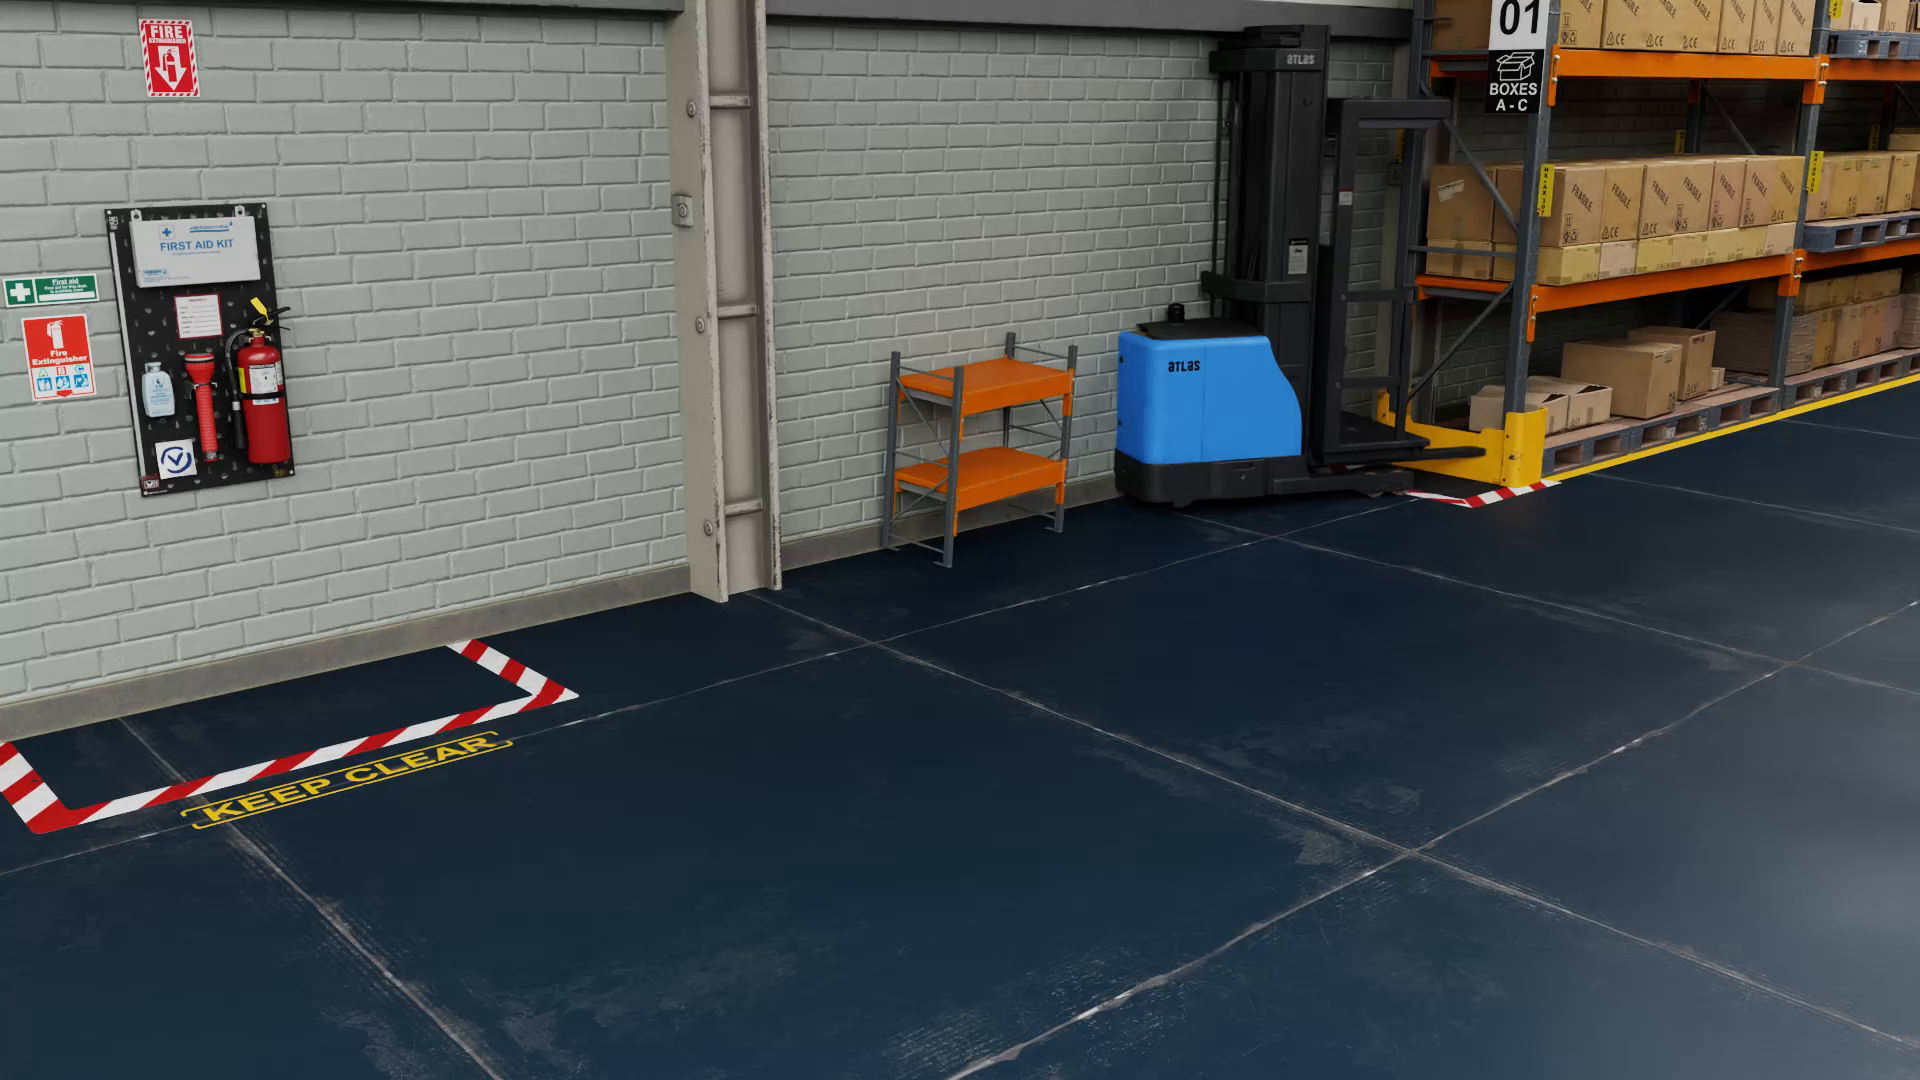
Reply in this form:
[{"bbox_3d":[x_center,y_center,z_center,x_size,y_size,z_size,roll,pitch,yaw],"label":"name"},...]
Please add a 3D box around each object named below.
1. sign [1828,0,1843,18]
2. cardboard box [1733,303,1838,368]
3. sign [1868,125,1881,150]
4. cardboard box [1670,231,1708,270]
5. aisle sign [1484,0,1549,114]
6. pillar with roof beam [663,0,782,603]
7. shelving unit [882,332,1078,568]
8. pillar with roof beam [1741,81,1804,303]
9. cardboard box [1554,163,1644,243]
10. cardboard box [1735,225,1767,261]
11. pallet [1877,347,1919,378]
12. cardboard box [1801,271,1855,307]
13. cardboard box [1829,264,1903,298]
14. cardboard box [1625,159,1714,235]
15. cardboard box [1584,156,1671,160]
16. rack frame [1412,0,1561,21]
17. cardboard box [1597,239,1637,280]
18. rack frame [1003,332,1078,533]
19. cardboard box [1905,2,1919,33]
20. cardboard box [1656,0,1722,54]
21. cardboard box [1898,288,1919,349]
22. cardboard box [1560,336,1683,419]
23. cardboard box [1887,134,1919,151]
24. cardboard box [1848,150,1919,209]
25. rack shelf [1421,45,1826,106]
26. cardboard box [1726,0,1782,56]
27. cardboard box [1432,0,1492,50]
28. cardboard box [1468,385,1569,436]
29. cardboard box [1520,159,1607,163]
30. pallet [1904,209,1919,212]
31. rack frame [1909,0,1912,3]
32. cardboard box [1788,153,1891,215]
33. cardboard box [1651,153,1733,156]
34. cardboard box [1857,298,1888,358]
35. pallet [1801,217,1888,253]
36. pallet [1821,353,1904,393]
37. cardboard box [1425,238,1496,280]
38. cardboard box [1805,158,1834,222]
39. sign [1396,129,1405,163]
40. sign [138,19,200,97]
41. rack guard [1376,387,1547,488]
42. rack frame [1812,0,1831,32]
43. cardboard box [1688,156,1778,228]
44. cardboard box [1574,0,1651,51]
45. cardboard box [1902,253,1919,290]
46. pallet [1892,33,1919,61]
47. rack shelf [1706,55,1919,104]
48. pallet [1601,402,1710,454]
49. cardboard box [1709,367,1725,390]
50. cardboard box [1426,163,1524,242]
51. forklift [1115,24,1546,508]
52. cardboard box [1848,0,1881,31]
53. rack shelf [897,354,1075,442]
[{"bbox_3d":[6.759,-4.192,12.816,0.005,0.325,0.100,-13,19,-39],"label":"sign"},{"bbox_3d":[7.299,-1.827,14.769,0.500,0.500,0.700,-13,20,-40],"label":"cardboard box"},{"bbox_3d":[9.048,-3.942,16.450,0.005,0.325,0.100,-13,19,-39],"label":"sign"},{"bbox_3d":[5.110,-2.139,12.196,0.500,0.250,0.500,-12,19,-39],"label":"cardboard box"},{"bbox_3d":[3.523,-3.105,10.524,0.004,0.787,0.394,-13,19,-39],"label":"aisle sign"},{"bbox_3d":[1.640,-3.250,4.481,0.400,9.000,9.100,-13,19,-39],"label":"pillar with roof beam"},{"bbox_3d":[0.118,-0.541,9.527,0.538,1.125,1.048,18,22,37],"label":"shelving unit"},{"bbox_3d":[10.692,-5.283,12.091,0.400,9.000,9.100,-13,19,-39],"label":"pillar with roof beam"},{"bbox_3d":[4.317,-2.323,11.433,0.500,0.500,0.500,-13,19,-39],"label":"cardboard box"},{"bbox_3d":[5.858,-2.312,12.846,0.500,0.250,0.500,-13,19,-39],"label":"cardboard box"},{"bbox_3d":[8.825,-1.795,16.062,1.213,0.211,1.003,-13,19,-39],"label":"pallet"},{"bbox_3d":[7.662,-2.256,14.923,0.500,0.250,0.500,-13,20,-41],"label":"cardboard box"},{"bbox_3d":[8.435,-2.425,15.556,0.500,0.250,0.500,-12,19,-38],"label":"cardboard box"},{"bbox_3d":[5.092,-2.499,12.093,0.500,0.500,0.500,-12,19,-38],"label":"cardboard box"},{"bbox_3d":[5.134,-2.687,12.797,0.500,0.500,0.500,-12,19,-38],"label":"cardboard box"},{"bbox_3d":[3.380,-4.818,10.349,0.127,3.000,1.000,-13,19,-39],"label":"rack frame"},{"bbox_3d":[4.339,-1.968,11.558,0.500,0.250,0.500,-13,20,-41],"label":"cardboard box"},{"bbox_3d":[0.446,-0.641,9.902,0.500,1.125,0.032,18,22,37],"label":"rack frame"},{"bbox_3d":[8.376,-4.582,15.040,0.637,0.503,0.797,-9,18,-32],"label":"cardboard box"},{"bbox_3d":[5.004,-3.702,11.753,0.500,0.500,0.500,-11,19,-36],"label":"cardboard box"},{"bbox_3d":[8.906,-2.147,15.968,0.500,0.500,0.700,-12,19,-39],"label":"cardboard box"},{"bbox_3d":[4.977,-1.235,12.553,0.500,0.500,0.700,-14,21,-43],"label":"cardboard box"},{"bbox_3d":[8.941,-3.727,15.588,0.380,0.149,0.250,12,19,38],"label":"cardboard box"},{"bbox_3d":[8.663,-3.354,15.448,0.700,0.500,0.500,14,20,42],"label":"cardboard box"},{"bbox_3d":[4.889,-3.360,12.098,4.000,0.370,1.077,-13,19,-39],"label":"rack shelf"},{"bbox_3d":[5.789,-3.887,12.446,0.500,0.500,0.500,14,20,42],"label":"cardboard box"},{"bbox_3d":[3.529,-3.547,11.170,0.500,0.500,0.500,-11,18,-35],"label":"cardboard box"},{"bbox_3d":[3.961,-0.933,11.787,0.500,0.311,0.500,13,20,41],"label":"cardboard box"},{"bbox_3d":[4.369,-2.512,12.140,0.500,0.500,0.500,-13,20,-41],"label":"cardboard box"},{"bbox_3d":[8.947,-3.041,15.692,1.003,0.211,1.213,-13,19,-39],"label":"pallet"},{"bbox_3d":[9.415,-6.173,15.423,0.127,3.000,1.000,-13,19,-39],"label":"rack frame"},{"bbox_3d":[7.706,-3.148,14.678,0.500,0.500,0.700,-10,18,-32],"label":"cardboard box"},{"bbox_3d":[5.906,-2.858,13.434,0.500,0.500,0.500,-13,20,-41],"label":"cardboard box"},{"bbox_3d":[8.085,-1.993,15.391,0.500,0.500,0.700,-13,20,-40],"label":"cardboard box"},{"bbox_3d":[7.070,-2.606,14.064,1.213,0.211,1.003,-13,19,-39],"label":"pallet"},{"bbox_3d":[7.905,-1.590,15.293,1.213,0.211,1.003,-13,19,-39],"label":"pallet"},{"bbox_3d":[3.605,-1.974,11.578,0.500,0.250,0.500,-12,19,-39],"label":"cardboard box"},{"bbox_3d":[6.804,-2.938,13.889,0.500,0.500,0.700,-13,19,-39],"label":"cardboard box"},{"bbox_3d":[3.031,-2.743,11.351,0.005,0.325,0.100,-13,19,-39],"label":"sign"},{"bbox_3d":[-3.147,-1.917,6.622,0.199,0.298,0.001,-13,19,-39],"label":"sign"},{"bbox_3d":[3.437,-0.725,11.494,0.348,0.500,1.175,-13,19,-39],"label":"rack guard"},{"bbox_3d":[6.397,-5.495,12.886,0.127,3.000,1.000,-13,19,-39],"label":"rack frame"},{"bbox_3d":[5.871,-2.671,12.734,0.500,0.500,0.500,-13,20,-40],"label":"cardboard box"},{"bbox_3d":[4.225,-3.519,11.065,0.500,0.500,0.500,-11,19,-36],"label":"cardboard box"},{"bbox_3d":[10.056,-2.538,16.791,0.750,0.750,0.750,-13,20,-40],"label":"cardboard box"},{"bbox_3d":[7.714,-4.216,14.271,1.003,0.211,1.213,-13,19,-39],"label":"pallet"},{"bbox_3d":[7.906,-4.038,14.634,4.000,0.370,1.077,-13,19,-39],"label":"rack shelf"},{"bbox_3d":[4.993,-0.921,12.791,1.213,0.211,1.003,-13,19,-39],"label":"pallet"},{"bbox_3d":[6.014,-1.344,13.608,0.380,0.166,0.250,13,20,40],"label":"cardboard box"},{"bbox_3d":[3.596,-2.340,11.497,0.500,0.500,0.500,-13,20,-40],"label":"cardboard box"},{"bbox_3d":[2.446,-1.816,10.868,3.031,2.935,1.130,-5,16,-17],"label":"forklift"},{"bbox_3d":[7.327,-4.387,13.910,0.500,0.311,0.500,-12,19,-38],"label":"cardboard box"},{"bbox_3d":[0.136,-0.820,9.438,0.538,0.278,1.000,18,22,37],"label":"rack shelf"}]
